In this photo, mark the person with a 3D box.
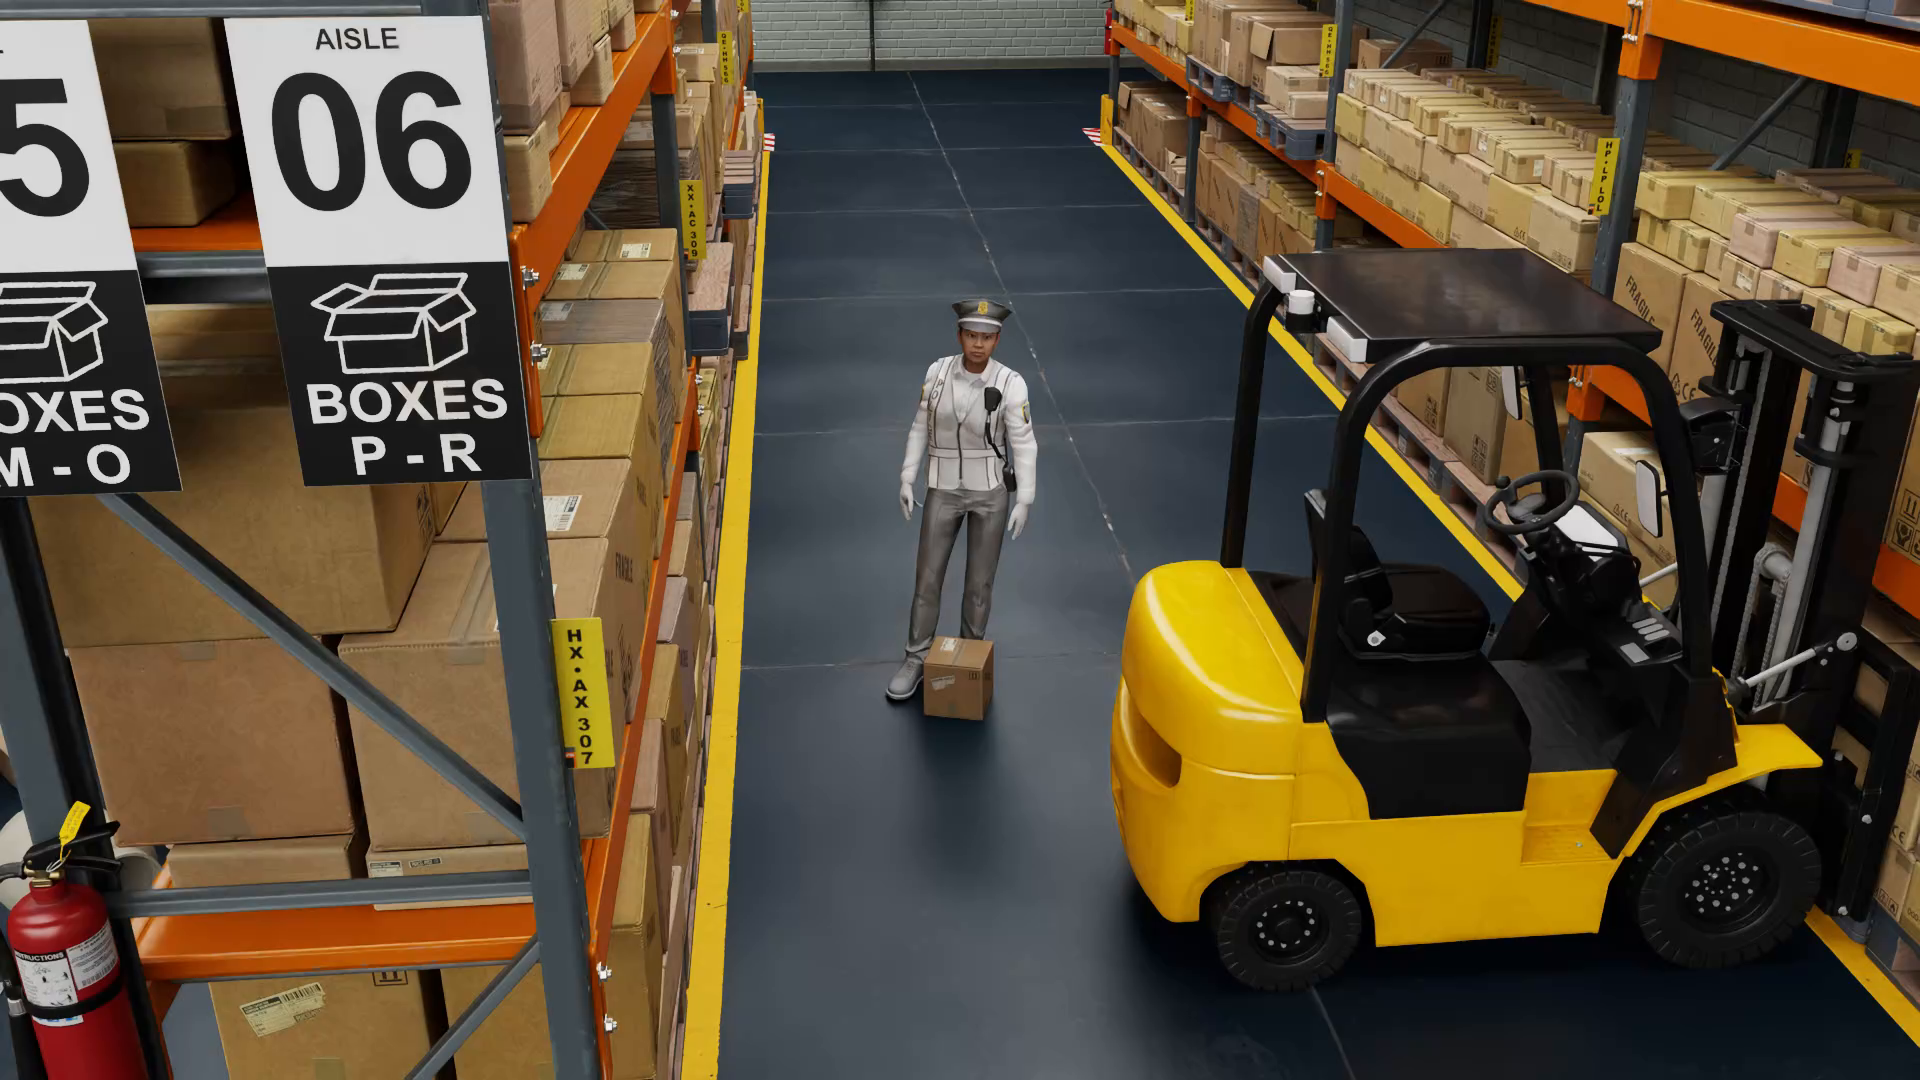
[{"bbox_3d":[0.015,-0.168,6.917,0.586,1.694,0.530,6,24,12],"label":"person"}]
